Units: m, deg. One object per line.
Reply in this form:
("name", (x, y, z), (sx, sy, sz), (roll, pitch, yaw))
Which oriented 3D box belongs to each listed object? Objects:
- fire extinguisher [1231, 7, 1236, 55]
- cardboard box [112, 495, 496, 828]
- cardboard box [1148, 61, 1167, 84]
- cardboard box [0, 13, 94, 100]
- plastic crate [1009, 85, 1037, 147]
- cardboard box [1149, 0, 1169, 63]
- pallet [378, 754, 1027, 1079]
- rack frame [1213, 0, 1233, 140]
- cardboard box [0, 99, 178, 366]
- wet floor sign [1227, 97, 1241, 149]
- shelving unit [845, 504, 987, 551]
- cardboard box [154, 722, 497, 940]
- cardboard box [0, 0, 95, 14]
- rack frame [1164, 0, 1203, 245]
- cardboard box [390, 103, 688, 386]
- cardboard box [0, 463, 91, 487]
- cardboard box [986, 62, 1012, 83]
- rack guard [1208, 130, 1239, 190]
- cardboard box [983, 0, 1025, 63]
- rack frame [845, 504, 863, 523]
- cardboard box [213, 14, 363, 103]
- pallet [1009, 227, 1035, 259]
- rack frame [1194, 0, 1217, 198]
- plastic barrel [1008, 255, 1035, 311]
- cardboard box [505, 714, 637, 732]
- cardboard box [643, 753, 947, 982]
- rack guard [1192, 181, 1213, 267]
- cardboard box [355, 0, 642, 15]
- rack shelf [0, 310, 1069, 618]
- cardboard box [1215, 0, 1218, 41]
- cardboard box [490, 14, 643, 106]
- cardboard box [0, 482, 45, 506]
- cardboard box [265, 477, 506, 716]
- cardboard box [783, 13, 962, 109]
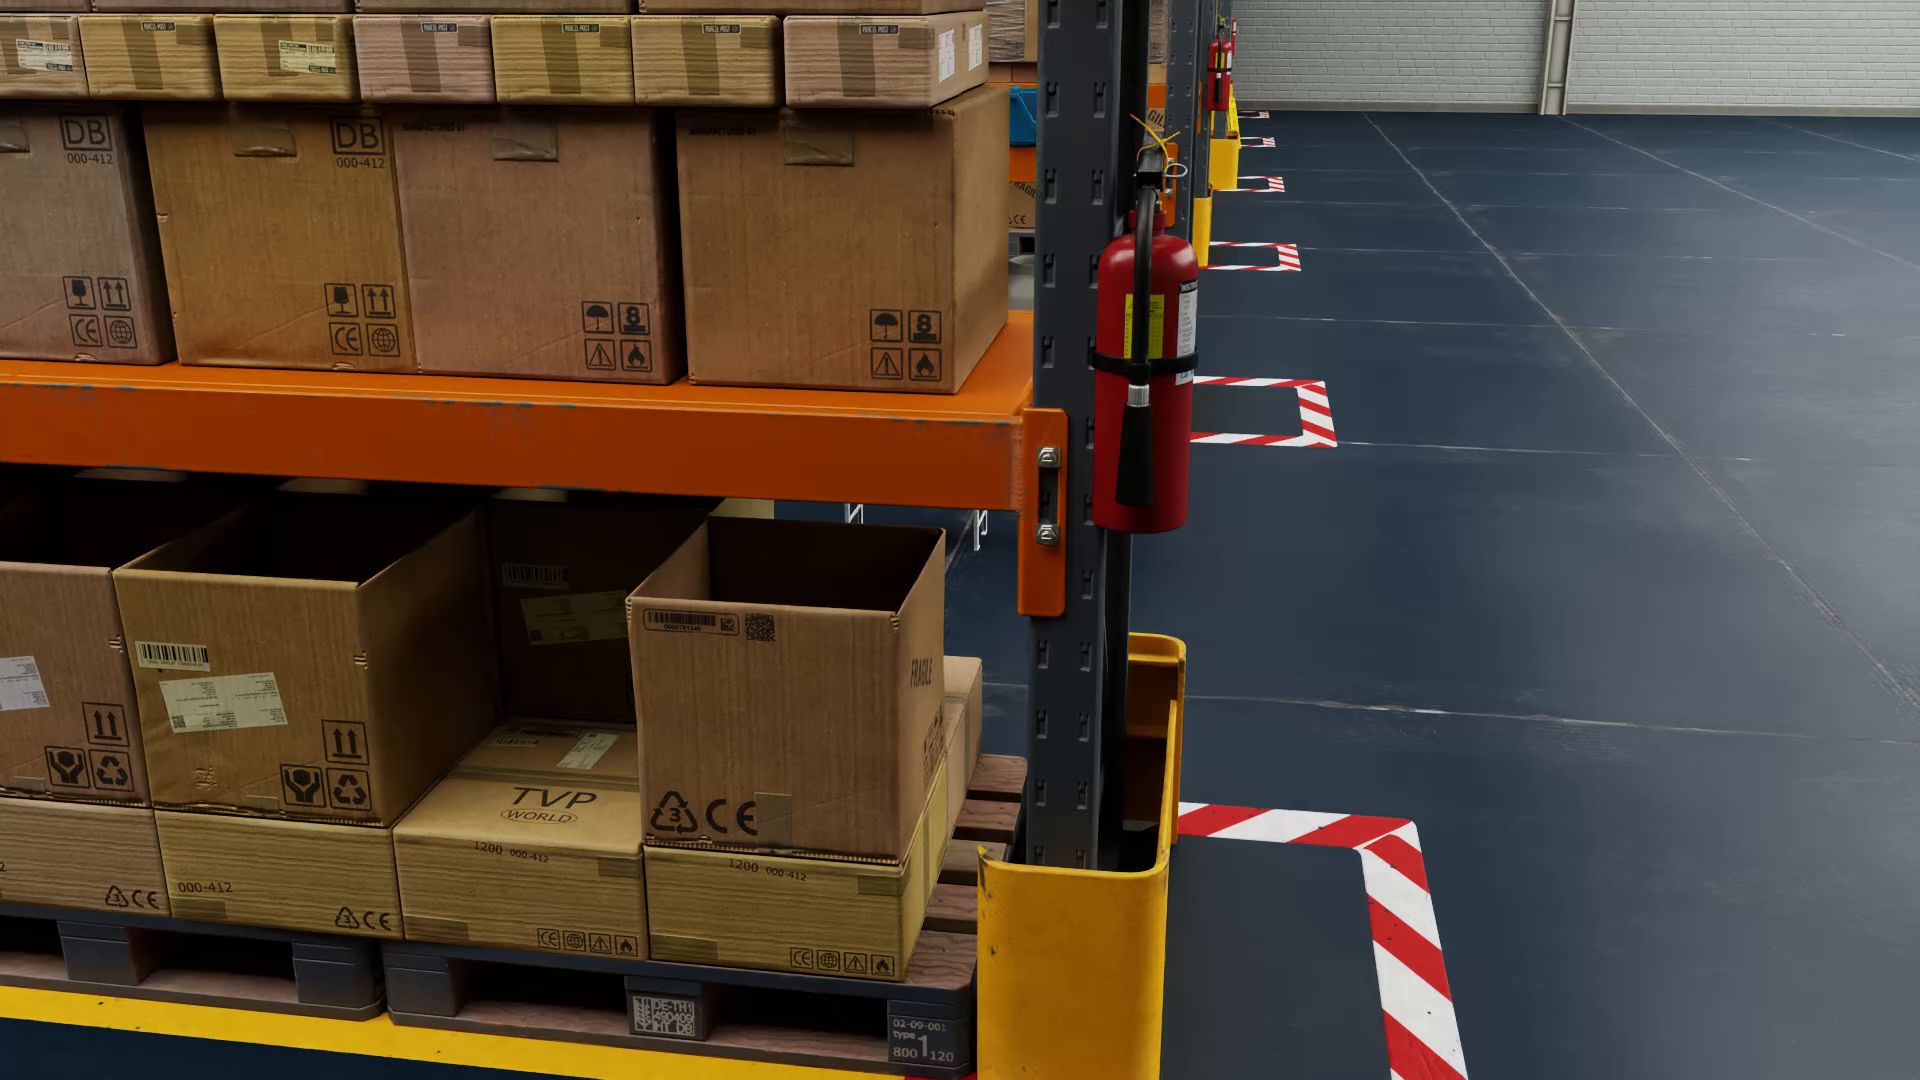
("fire extinguisher", (3.449, -6.563, 21.312), (0.183, 0.674, 0.296), (3, 19, 9))
("cardboard box", (-1.304, 0.228, 3.384), (0.500, 0.500, 0.500), (3, 19, 9))
("cardboard box", (1.523, -3.476, 12.359), (0.250, 0.149, 0.380), (3, 19, 9))
("cardboard box", (-1.677, -0.934, 3.186), (0.250, 0.149, 0.380), (3, 19, 8))
("plastic crate", (0.510, -1.954, 7.651), (0.616, 0.251, 0.499), (3, 19, 9))
("cardboard box", (1.298, -3.870, 12.515), (0.500, 0.500, 0.875), (3, 19, 9))
("pallet", (-0.500, 0.755, 3.713), (1.213, 0.211, 1.003), (3, 19, 9))
("rack frame", (2.723, -5.194, 17.099), (0.127, 3.000, 1.000), (3, 19, 9))
("cardboard box", (-1.726, -0.694, 3.491), (0.500, 0.500, 0.700), (3, 19, 10))
("wet floor sign", (3.427, -5.288, 21.092), (0.232, 0.644, 0.267), (10, 21, 27))
("shelving unit", (-0.163, -0.577, 6.138), (0.503, 1.200, 0.258), (3, 19, 9))
("cardboard box", (-1.304, 0.583, 3.506), (0.500, 0.250, 0.500), (3, 19, 9))
("cardboard box", (-1.762, -1.310, 3.288), (0.500, 0.500, 0.700), (3, 19, 9))
("rack frame", (1.051, -2.093, 7.832), (0.127, 3.000, 1.000), (3, 19, 9))
("cardboard box", (-0.716, -0.642, 3.336), (0.500, 0.500, 0.700), (3, 19, 10))
("cardboard box", (-2.209, 0.014, 4.024), (0.500, 0.500, 0.500), (3, 19, 9))
("cardboard box", (0.286, -3.533, 12.532), (0.250, 0.149, 0.380), (3, 19, 9))
("rack guard", (2.747, -4.007, 17.492), (0.348, 0.500, 1.175), (3, 19, 9))
("cardboard box", (0.299, -3.896, 12.594), (0.500, 0.500, 0.875), (3, 19, 9))
("rack frame", (-0.404, -0.590, 6.174), (0.015, 1.200, 0.240), (3, 19, 9))
("cardboard box", (-1.164, -0.908, 3.111), (0.250, 0.149, 0.380), (4, 19, 10))
("pallet", (0.965, -2.378, 13.079), (1.213, 0.211, 1.003), (3, 19, 9))
("rack frame", (1.837, -3.645, 12.470), (0.127, 3.000, 1.000), (3, 19, 9))
("plastic barrel", (0.389, -1.122, 8.188), (0.421, 0.512, 0.421), (0, 18, 0))
("cardboard box", (-0.726, 0.442, 3.925), (0.500, 0.250, 0.500), (3, 19, 9))
("cardboard box", (-0.314, 0.629, 3.368), (0.500, 0.250, 0.500), (3, 19, 9))
("rack guard", (1.762, -2.463, 12.878), (0.348, 0.500, 1.175), (3, 19, 9))
("cardboard box", (-0.769, -1.259, 3.137), (0.500, 0.500, 0.700), (2, 19, 7))
("rack shelf", (-1.713, -0.301, 3.610), (4.000, 0.370, 1.077), (3, 19, 9))
("cardboard box", (2.350, -5.269, 17.088), (0.550, 0.550, 0.875), (3, 19, 9))
("cardboard box", (-0.657, -0.882, 3.032), (0.250, 0.149, 0.380), (3, 19, 8))
("cardboard box", (-2.292, 0.178, 3.534), (0.500, 0.500, 0.500), (3, 19, 9))
("cardboard box", (-1.222, 0.065, 3.871), (0.500, 0.500, 0.500), (3, 19, 9))
("cardboard box", (-0.145, -0.856, 2.955), (0.250, 0.149, 0.380), (3, 19, 8))
